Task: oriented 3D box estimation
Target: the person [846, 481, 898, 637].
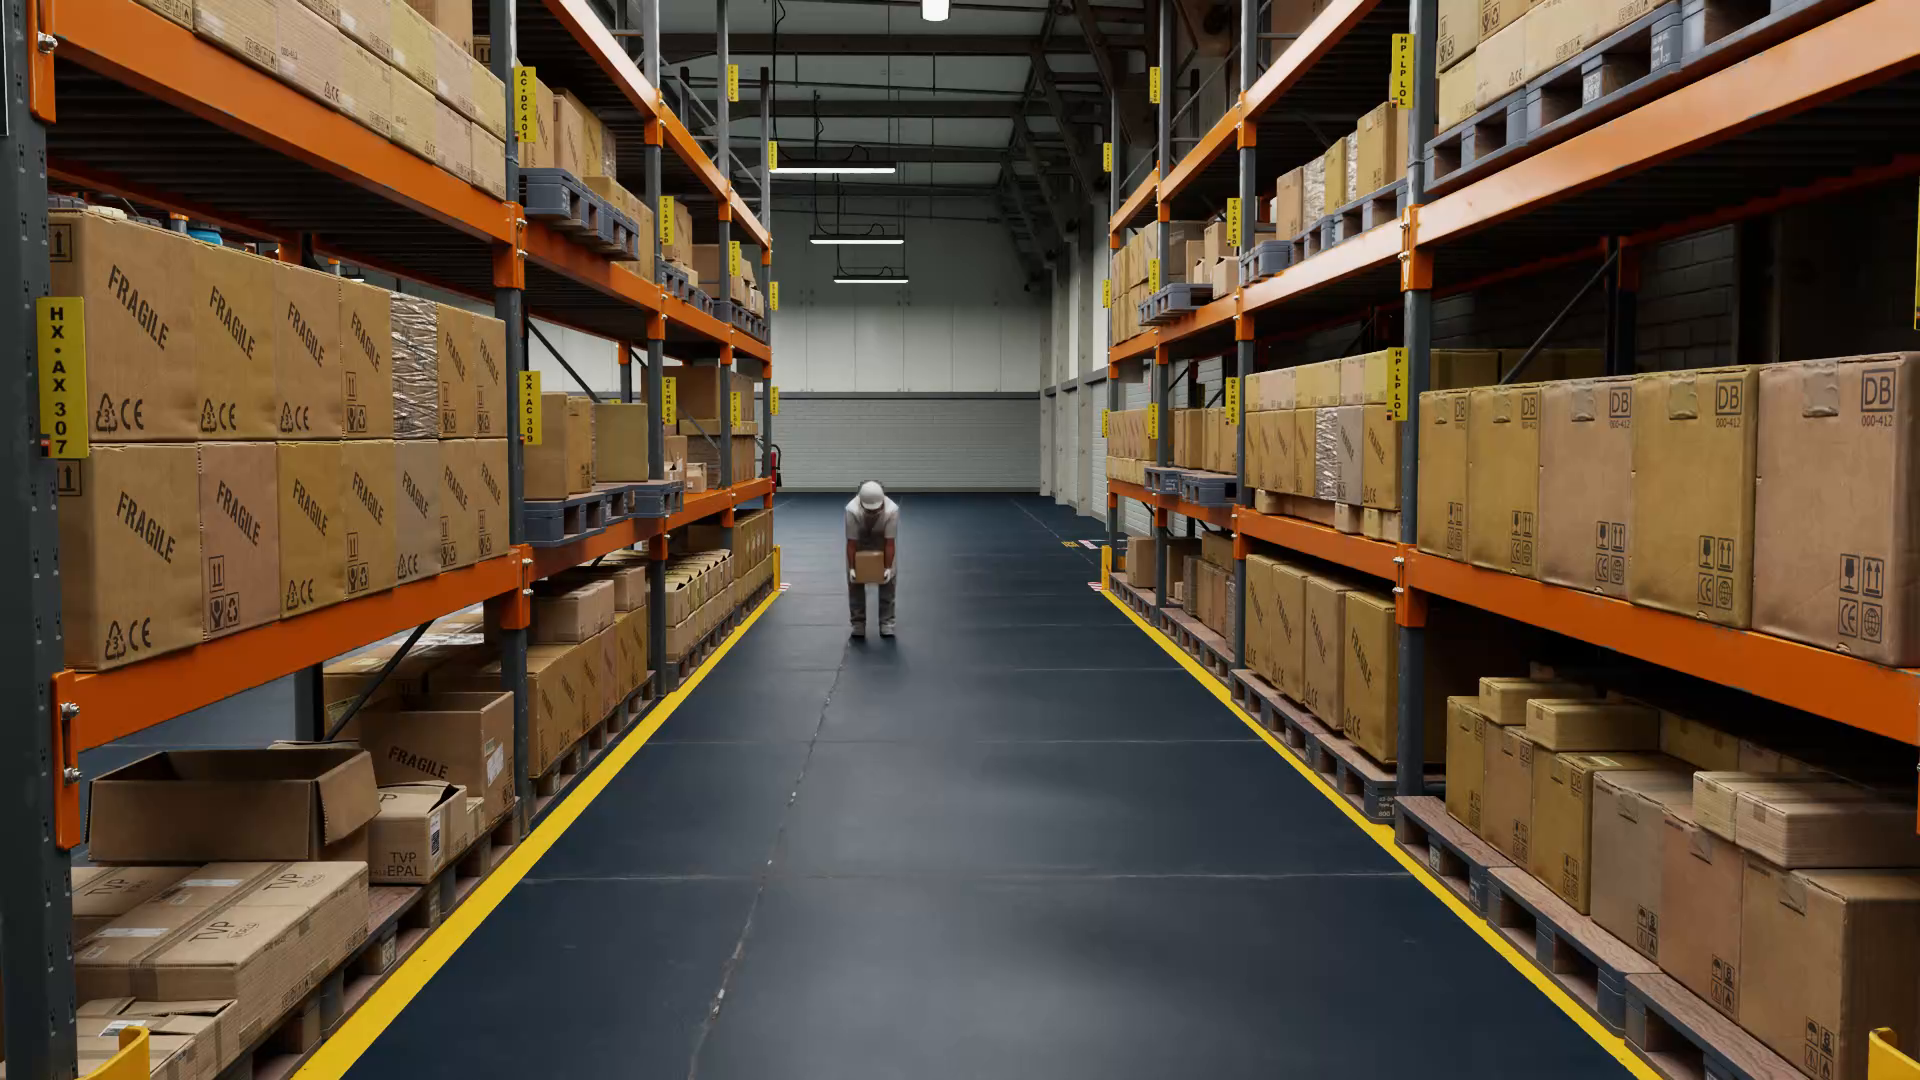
[{"bbox_3d":[-0.783,0.171,14.784,0.473,1.404,0.903,0,4,-3],"label":"person"}]
